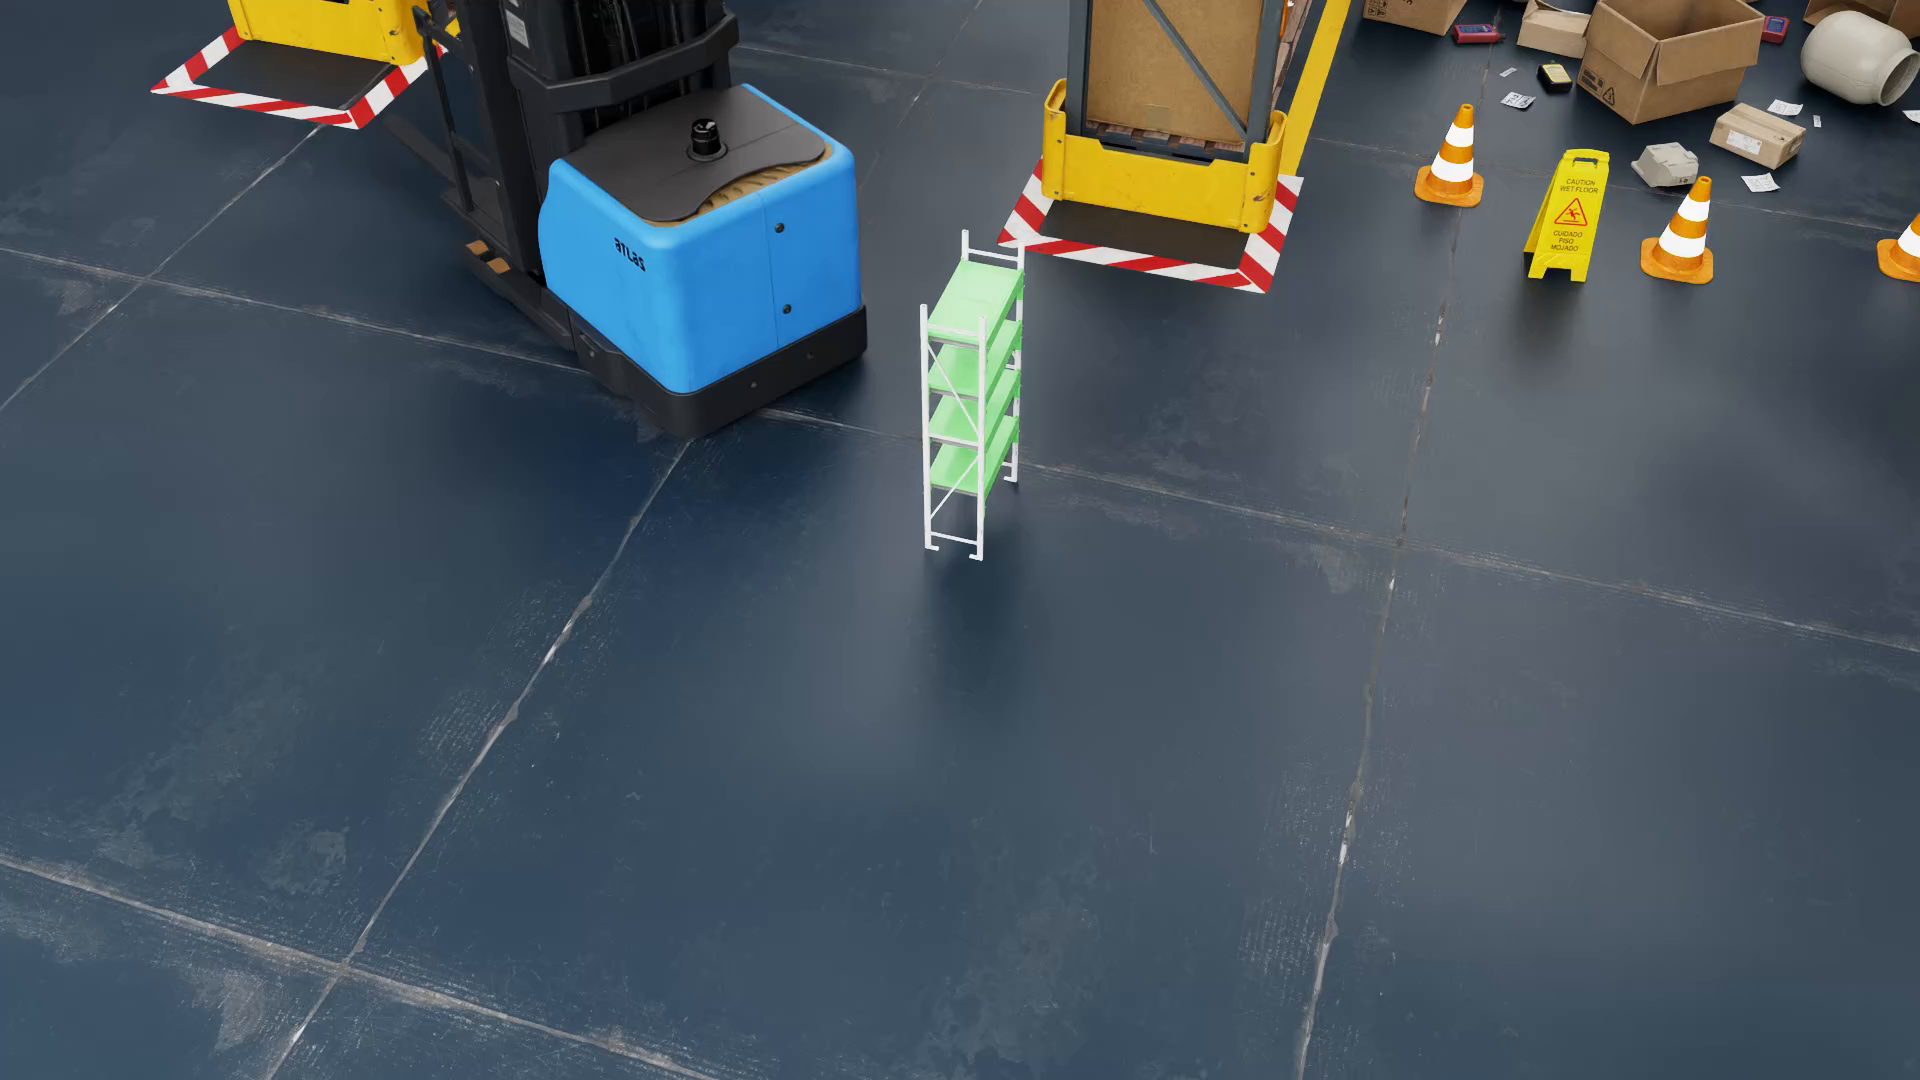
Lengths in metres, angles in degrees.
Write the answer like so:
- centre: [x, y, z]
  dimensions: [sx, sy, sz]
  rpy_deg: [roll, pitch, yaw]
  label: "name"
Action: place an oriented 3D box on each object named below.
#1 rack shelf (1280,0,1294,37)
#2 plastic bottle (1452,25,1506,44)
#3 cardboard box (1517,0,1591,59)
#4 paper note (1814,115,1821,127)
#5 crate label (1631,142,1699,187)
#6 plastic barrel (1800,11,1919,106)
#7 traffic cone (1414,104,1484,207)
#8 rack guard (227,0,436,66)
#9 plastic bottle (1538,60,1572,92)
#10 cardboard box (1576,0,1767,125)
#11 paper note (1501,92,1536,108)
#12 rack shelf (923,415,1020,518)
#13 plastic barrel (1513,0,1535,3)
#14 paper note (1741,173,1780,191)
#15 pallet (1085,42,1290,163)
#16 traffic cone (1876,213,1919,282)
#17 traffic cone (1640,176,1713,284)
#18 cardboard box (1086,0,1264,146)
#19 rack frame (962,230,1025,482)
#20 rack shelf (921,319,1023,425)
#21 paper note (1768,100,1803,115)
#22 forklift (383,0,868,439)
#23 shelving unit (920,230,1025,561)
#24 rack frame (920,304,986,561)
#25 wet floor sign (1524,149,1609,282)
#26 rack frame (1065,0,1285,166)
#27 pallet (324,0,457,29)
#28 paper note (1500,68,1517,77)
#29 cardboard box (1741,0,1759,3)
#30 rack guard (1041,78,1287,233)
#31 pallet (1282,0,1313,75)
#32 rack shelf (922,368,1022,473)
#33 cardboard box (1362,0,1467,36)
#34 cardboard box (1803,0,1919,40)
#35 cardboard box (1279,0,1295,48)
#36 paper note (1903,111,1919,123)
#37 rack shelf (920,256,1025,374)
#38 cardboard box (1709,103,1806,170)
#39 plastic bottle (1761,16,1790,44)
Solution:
- centre: [1.625, -3.924, 9.129]
  dimensions: [1.077, 0.370, 4.000]
  rpy_deg: [13, 46, 13]
  label: "rack shelf"
- centre: [3.041, -2.962, 9.733]
  dimensions: [0.283, 0.061, 0.133]
  rpy_deg: [-2, 44, -2]
  label: "plastic bottle"
- centre: [3.465, -3.001, 9.627]
  dimensions: [0.396, 0.266, 0.258]
  rpy_deg: [20, 48, 19]
  label: "cardboard box"
- centre: [4.681, -2.287, 9.080]
  dimensions: [0.032, 0.001, 0.123]
  rpy_deg: [13, 46, 13]
  label: "paper note"
- centre: [3.686, -1.949, 8.644]
  dimensions: [0.250, 0.136, 0.298]
  rpy_deg: [-9, 45, -9]
  label: "crate label"
- centre: [4.950, -2.643, 9.149]
  dimensions: [0.421, 0.421, 0.512]
  rpy_deg: [-24, 49, -22]
  label: "plastic barrel"
- centre: [2.533, -1.994, 8.457]
  dimensions: [0.336, 0.463, 0.334]
  rpy_deg: [13, 46, 13]
  label: "traffic cone"
- centre: [-3.655, -3.123, 9.584]
  dimensions: [1.175, 0.500, 0.348]
  rpy_deg: [13, 46, 13]
  label: "rack guard"
- centre: [3.349, -2.626, 9.390]
  dimensions: [0.133, 0.061, 0.283]
  rpy_deg: [-2, 44, -2]
  label: "plastic bottle"
- centre: [3.886, -2.681, 9.130]
  dimensions: [0.797, 0.503, 0.637]
  rpy_deg: [-16, 47, -16]
  label: "cardboard box"
- centre: [3.099, -2.444, 9.227]
  dimensions: [0.144, 0.017, 0.142]
  rpy_deg: [28, 51, 26]
  label: "paper note"
- centre: [0.050, -0.322, 6.656]
  dimensions: [0.258, 0.148, 0.480]
  rpy_deg: [13, 46, 12]
  label: "rack shelf"
- centre: [3.349, -3.512, 10.036]
  dimensions: [0.421, 0.421, 0.512]
  rpy_deg: [-24, 49, -22]
  label: "plastic barrel"
- centre: [4.156, -1.857, 8.626]
  dimensions: [0.148, 0.019, 0.142]
  rpy_deg: [-2, 44, -2]
  label: "paper note"
- centre: [1.186, -2.401, 9.052]
  dimensions: [1.003, 0.211, 1.213]
  rpy_deg: [13, 46, 13]
  label: "pallet"
- centre: [4.668, -1.520, 7.972]
  dimensions: [0.336, 0.463, 0.334]
  rpy_deg: [13, 46, 13]
  label: "traffic cone"
- centre: [3.507, -1.528, 7.981]
  dimensions: [0.336, 0.463, 0.334]
  rpy_deg: [13, 46, 13]
  label: "traffic cone"
- centre: [1.161, -2.704, 8.588]
  dimensions: [0.875, 0.875, 0.875]
  rpy_deg: [13, 46, 13]
  label: "cardboard box"
- centre: [0.124, -0.702, 6.609]
  dimensions: [0.240, 1.200, 0.015]
  rpy_deg: [13, 46, 12]
  label: "rack frame"
- centre: [0.050, -0.665, 6.320]
  dimensions: [0.258, 0.148, 0.480]
  rpy_deg: [13, 46, 12]
  label: "rack shelf"
- centre: [4.556, -2.388, 9.176]
  dimensions: [0.148, 0.019, 0.142]
  rpy_deg: [28, 51, 26]
  label: "paper note"
- centre: [-1.766, -2.435, 7.143]
  dimensions: [1.130, 2.935, 3.031]
  rpy_deg: [-31, 52, -28]
  label: "forklift"
- centre: [0.050, -0.539, 6.443]
  dimensions: [0.258, 1.200, 0.503]
  rpy_deg: [13, 46, 12]
  label: "shelving unit"
- centre: [-0.024, -0.377, 6.277]
  dimensions: [0.240, 1.200, 0.015]
  rpy_deg: [13, 46, 12]
  label: "rack frame"
- centre: [2.897, -1.568, 7.891]
  dimensions: [0.267, 0.644, 0.232]
  rpy_deg: [5, 45, 5]
  label: "wet floor sign"
- centre: [1.019, -2.848, 7.515]
  dimensions: [1.000, 3.000, 0.127]
  rpy_deg: [13, 46, 13]
  label: "rack frame"
- centre: [-3.375, -3.554, 10.231]
  dimensions: [1.003, 0.211, 1.213]
  rpy_deg: [13, 46, 13]
  label: "pallet"
- centre: [3.120, -2.663, 9.464]
  dimensions: [0.123, 0.001, 0.032]
  rpy_deg: [-33, 53, -29]
  label: "paper note"
- centre: [4.686, -3.467, 10.103]
  dimensions: [0.258, 0.266, 0.396]
  rpy_deg: [-16, 47, -16]
  label: "cardboard box"
- centre: [1.012, -1.938, 8.373]
  dimensions: [1.175, 0.500, 0.348]
  rpy_deg: [13, 46, 13]
  label: "rack guard"
- centre: [1.558, -3.211, 9.881]
  dimensions: [1.003, 0.211, 1.213]
  rpy_deg: [13, 46, 13]
  label: "pallet"
- centre: [0.050, -0.494, 6.488]
  dimensions: [0.258, 0.148, 0.480]
  rpy_deg: [13, 46, 12]
  label: "rack shelf"
- centre: [2.738, -3.369, 9.834]
  dimensions: [0.500, 0.500, 0.500]
  rpy_deg: [20, 48, 19]
  label: "cardboard box"
- centre: [5.357, -3.214, 9.676]
  dimensions: [0.500, 0.500, 0.500]
  rpy_deg: [-24, 49, -22]
  label: "cardboard box"
- centre: [1.426, -3.291, 9.188]
  dimensions: [0.875, 0.875, 0.875]
  rpy_deg: [12, 46, 12]
  label: "cardboard box"
- centre: [5.264, -2.319, 9.098]
  dimensions: [0.142, 0.019, 0.148]
  rpy_deg: [-2, 44, -2]
  label: "paper note"
- centre: [0.050, -0.837, 6.152]
  dimensions: [0.258, 0.148, 0.480]
  rpy_deg: [13, 46, 12]
  label: "rack shelf"
- centre: [4.239, -2.149, 8.840]
  dimensions: [0.250, 0.149, 0.380]
  rpy_deg: [-33, 53, -29]
  label: "cardboard box"
- centre: [4.800, -3.020, 9.792]
  dimensions: [0.133, 0.061, 0.283]
  rpy_deg: [20, 48, 19]
  label: "plastic bottle"
